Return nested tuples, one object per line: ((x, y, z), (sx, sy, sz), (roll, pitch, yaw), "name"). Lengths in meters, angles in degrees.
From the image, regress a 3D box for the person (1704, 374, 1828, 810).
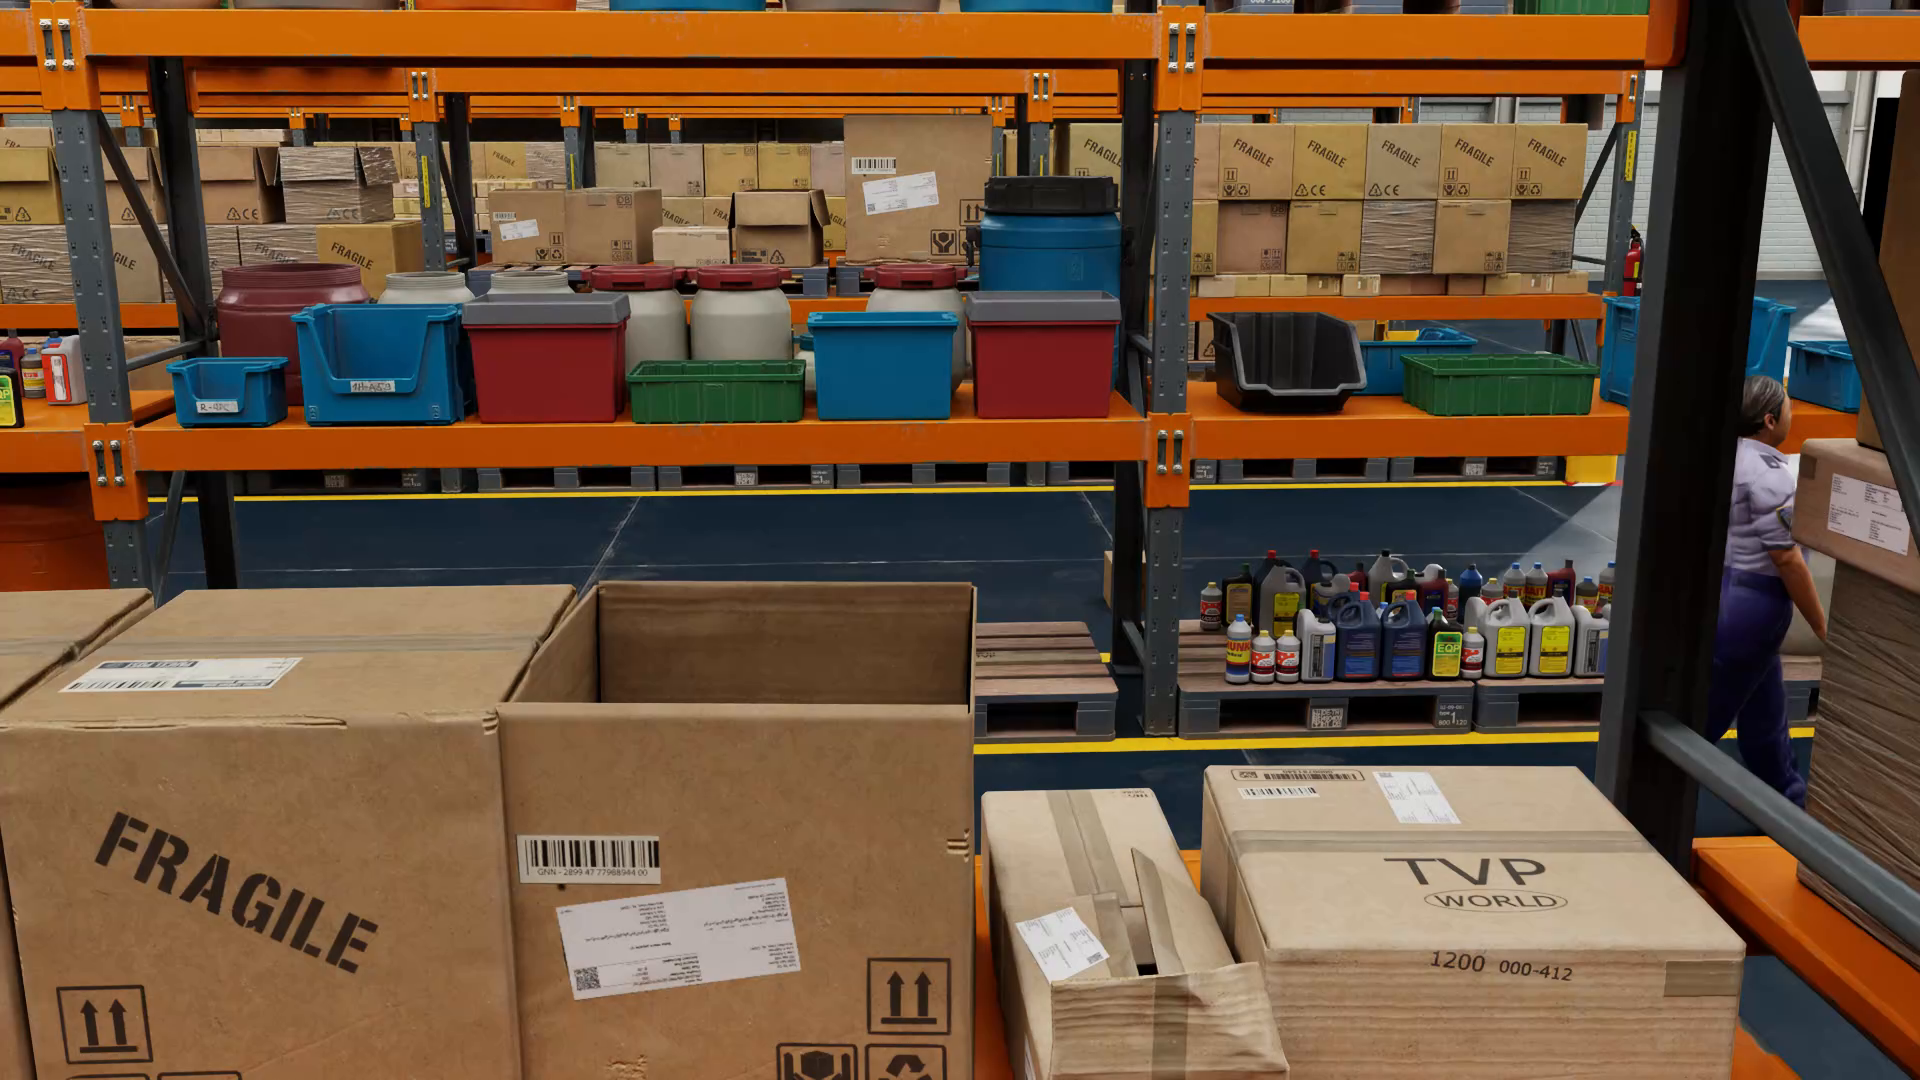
((2.625, 0.250, 5.488), (0.948, 1.601, 0.497), (0, 14, -1), "person")
